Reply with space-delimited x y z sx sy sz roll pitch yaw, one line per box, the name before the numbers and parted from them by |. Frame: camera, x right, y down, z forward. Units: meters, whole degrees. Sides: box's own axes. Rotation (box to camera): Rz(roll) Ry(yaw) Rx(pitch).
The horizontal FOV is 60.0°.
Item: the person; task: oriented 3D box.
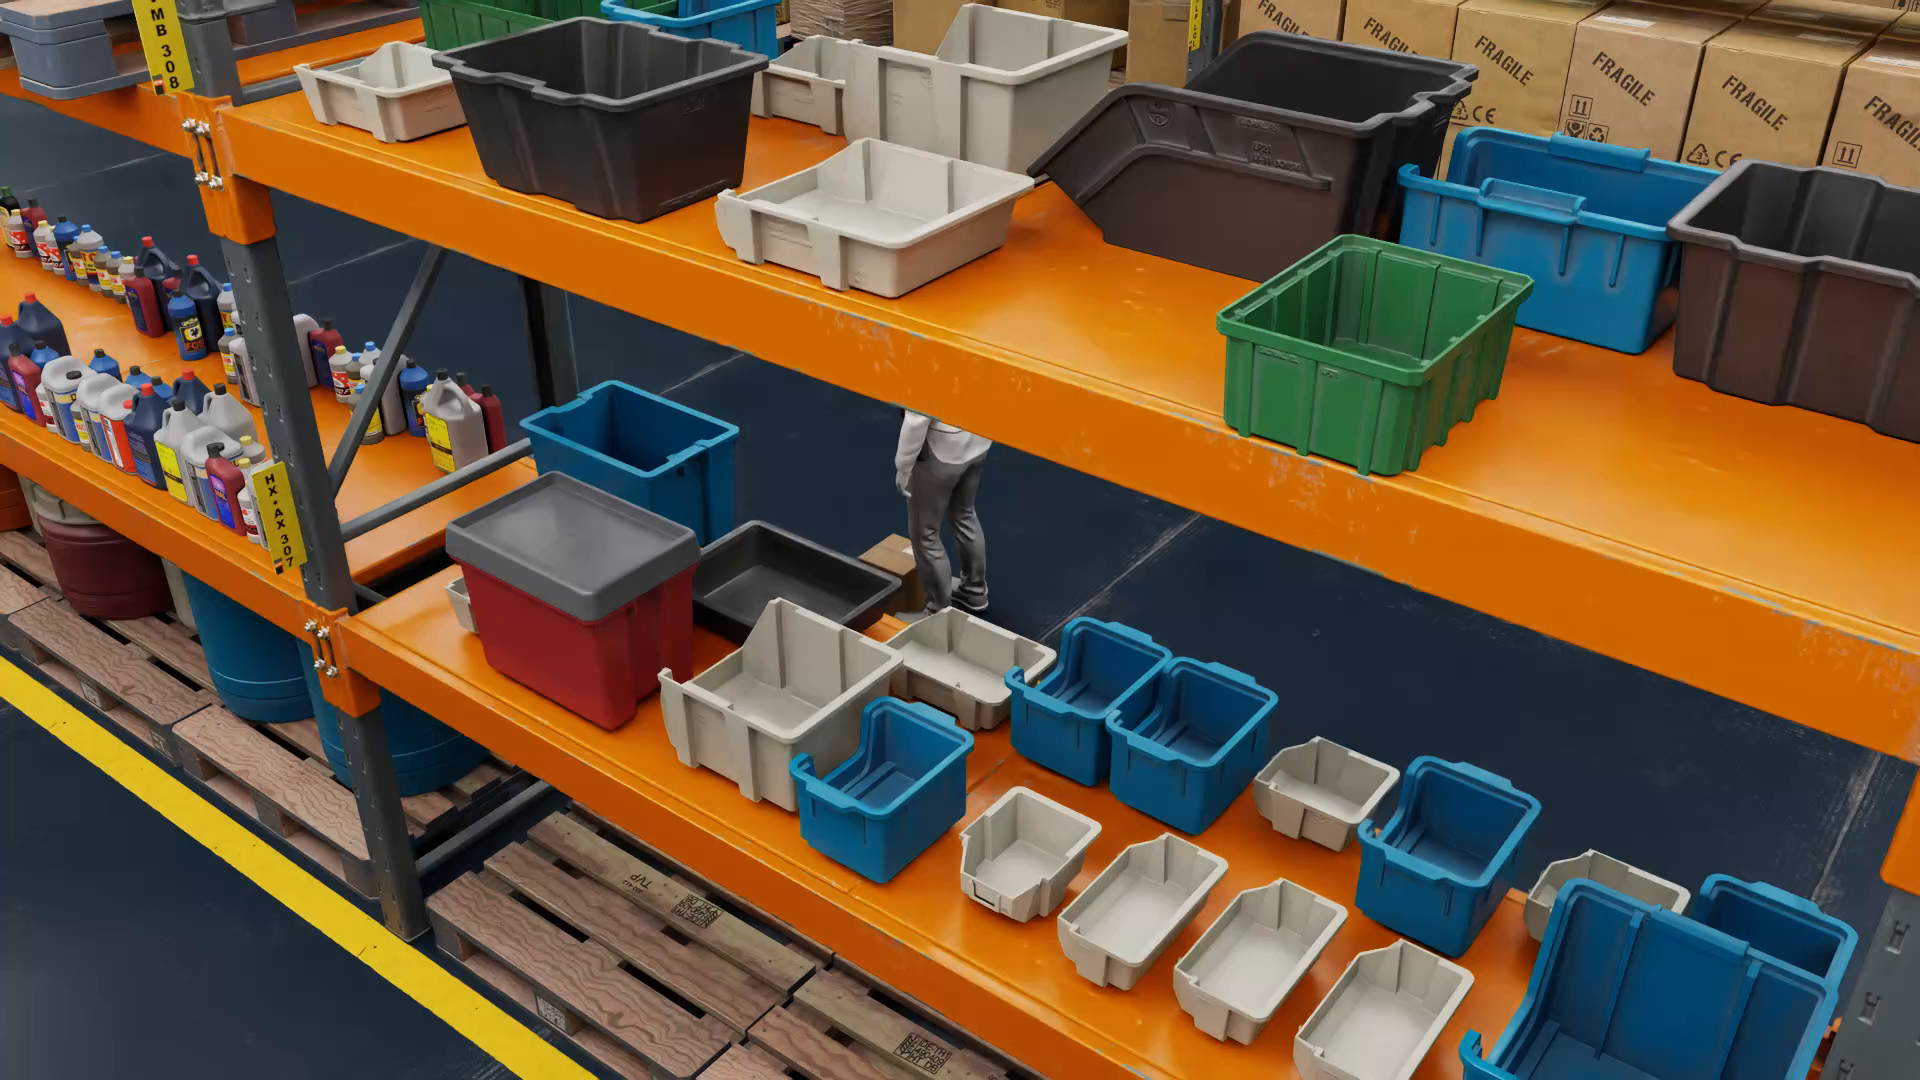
person | -0.075 -0.368 6.740 0.378 1.663 0.536 21 37 30
